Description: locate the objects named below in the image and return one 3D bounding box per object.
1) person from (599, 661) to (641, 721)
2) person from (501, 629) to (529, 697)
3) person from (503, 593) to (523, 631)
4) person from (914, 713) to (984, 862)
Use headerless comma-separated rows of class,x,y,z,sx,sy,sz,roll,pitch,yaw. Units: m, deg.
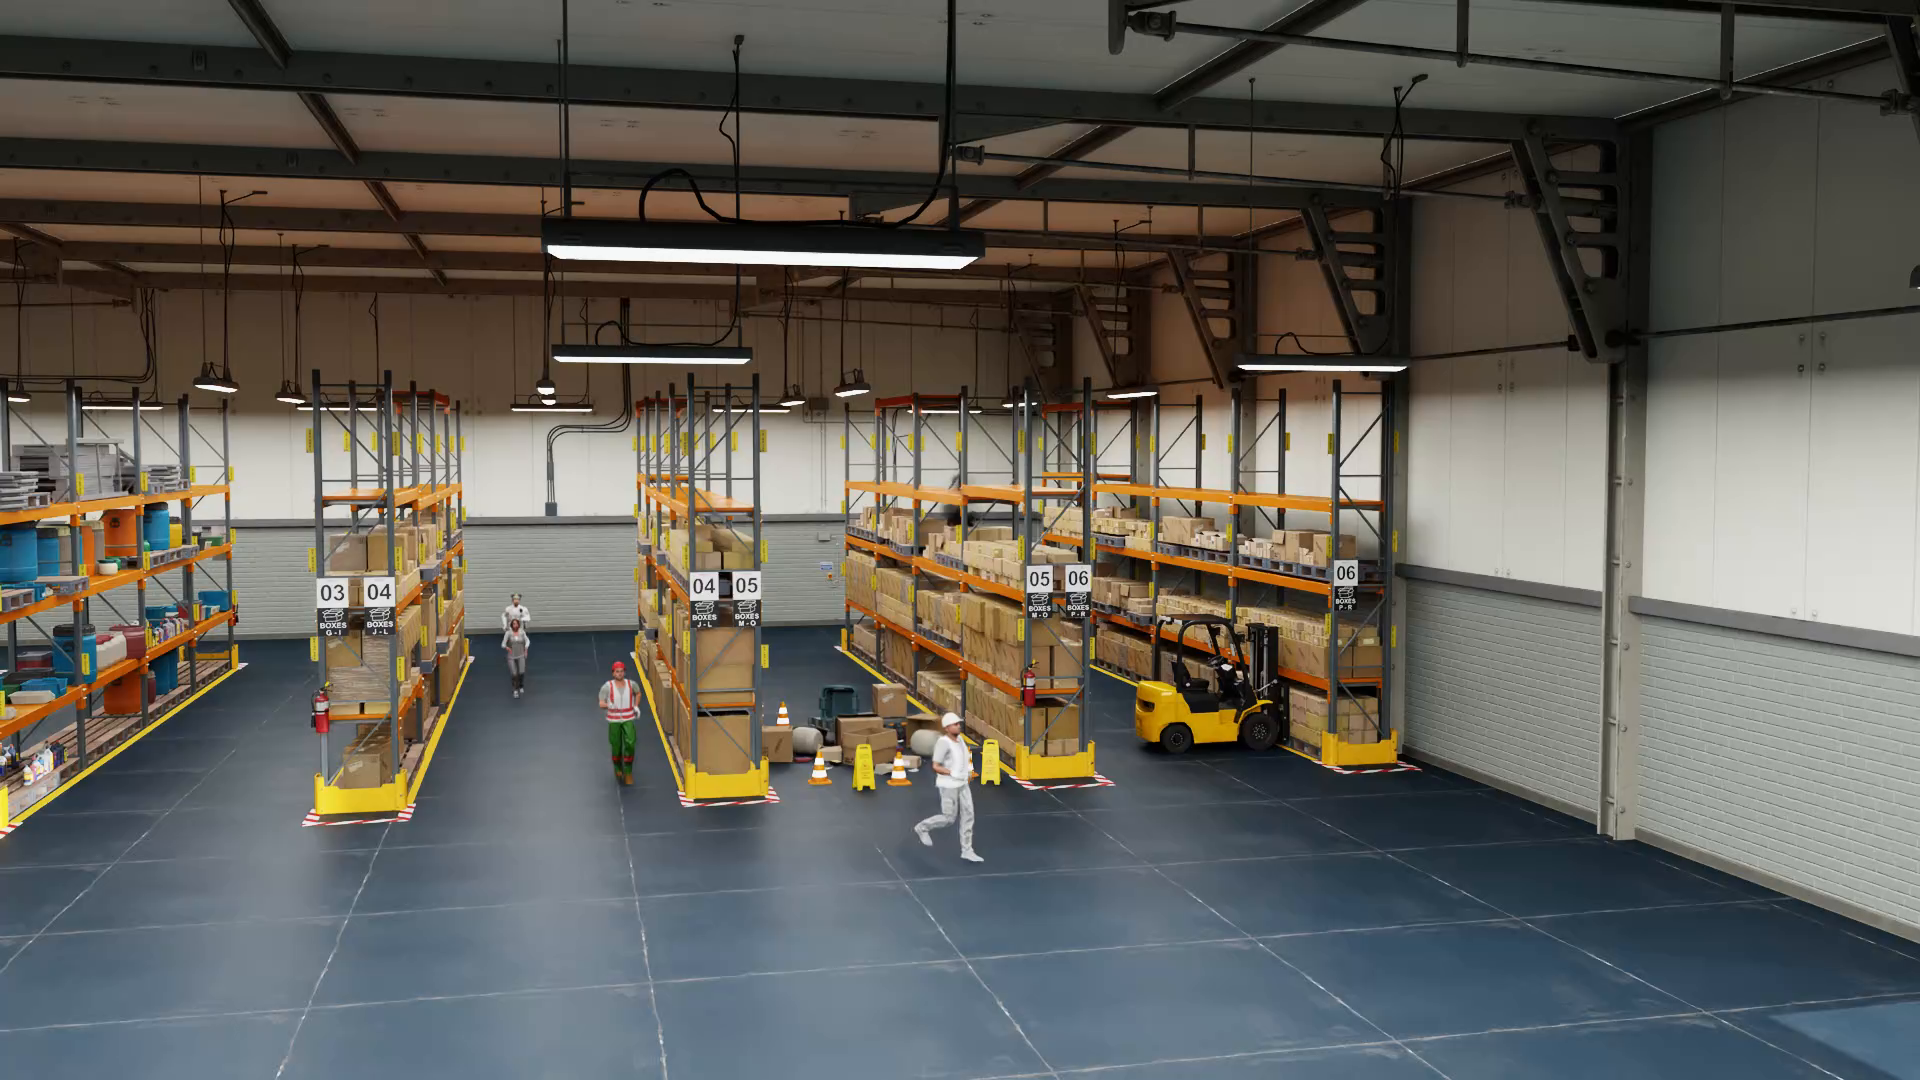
person,-5.003,2.214,24.482,0.630,0.863,0.499,-1,3,-15
person,-8.738,2.429,32.717,0.541,1.349,0.518,-1,3,-17
person,-9.807,1.595,36.553,0.453,0.846,0.518,-1,3,-16
person,-0.118,2.965,20.049,0.916,1.782,0.682,2,4,31
